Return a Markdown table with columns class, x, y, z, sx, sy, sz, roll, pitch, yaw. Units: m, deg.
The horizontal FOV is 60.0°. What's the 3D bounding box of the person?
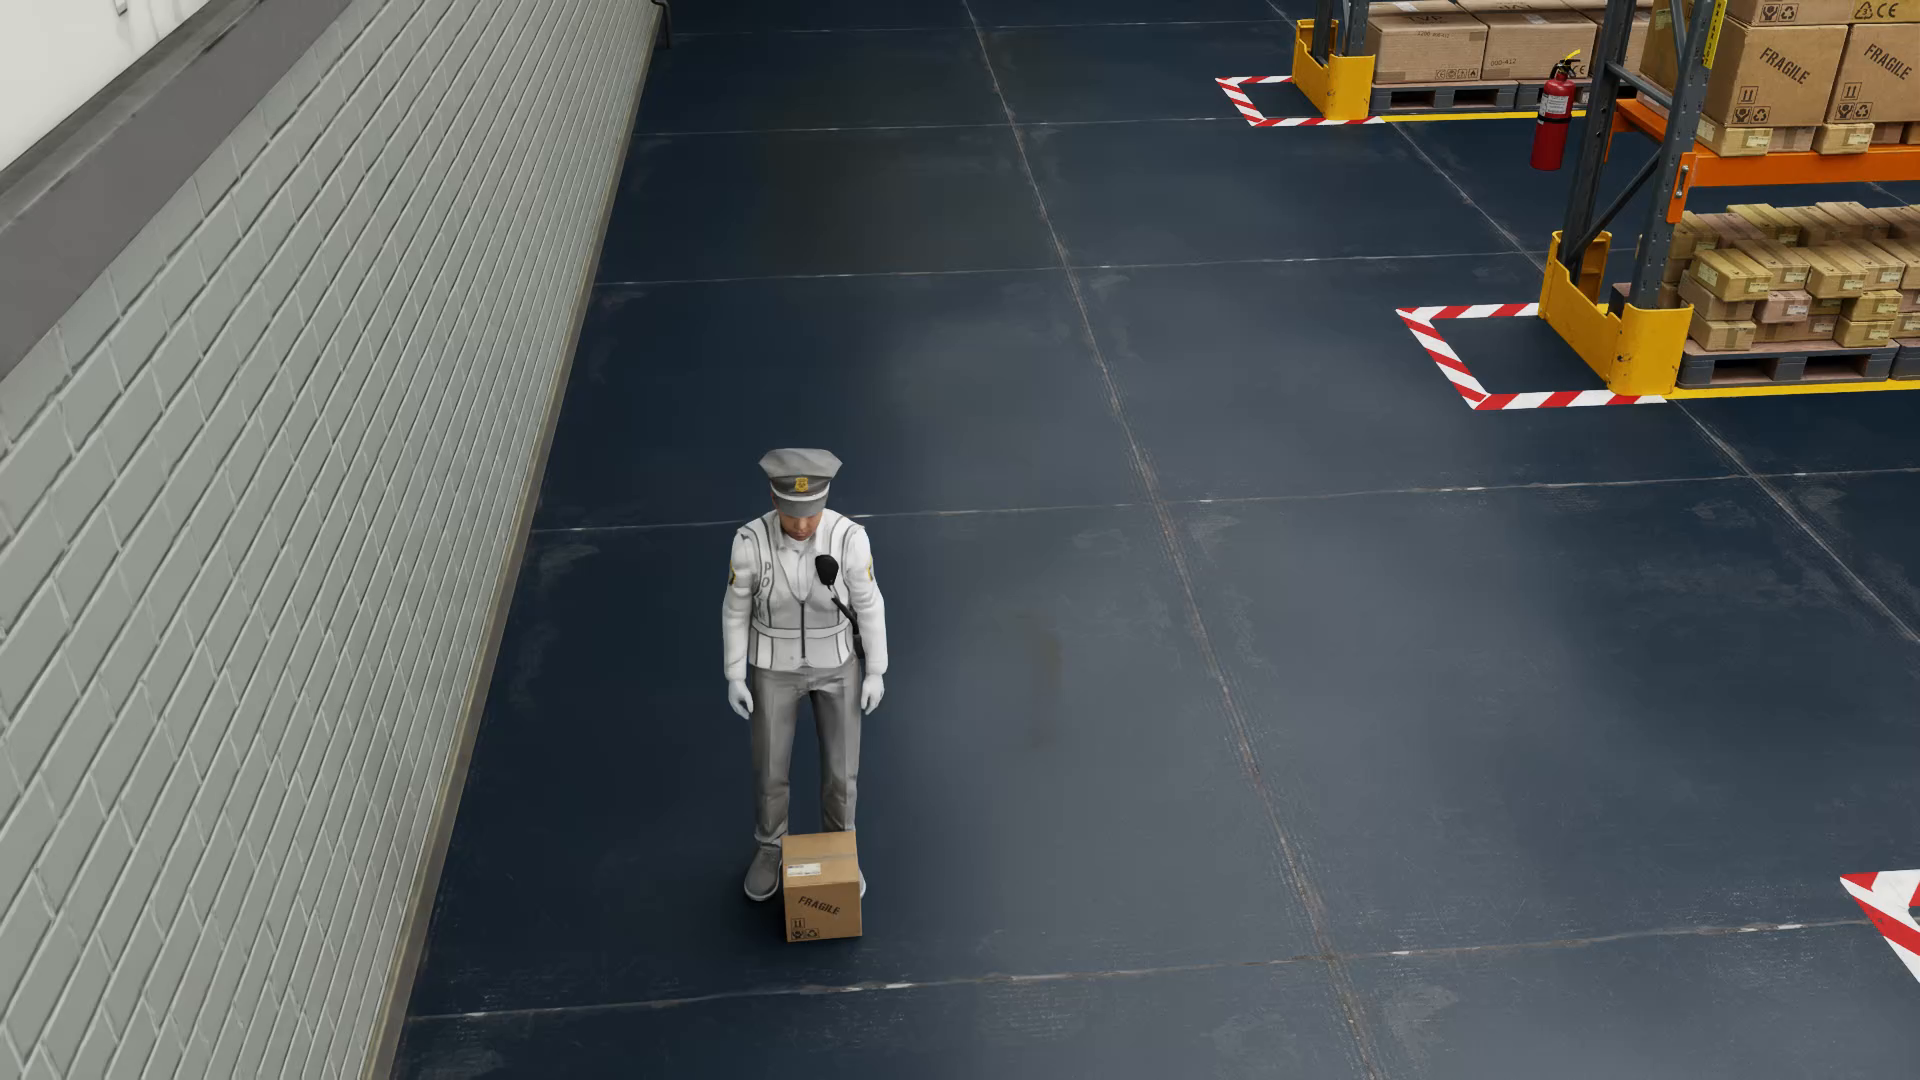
| class | x | y | z | sx | sy | sz | roll | pitch | yaw |
| --- | --- | --- | --- | --- | --- | --- | --- | --- | --- |
| person | -0.498 | 0.443 | 5.402 | 0.529 | 1.663 | 0.403 | -3 | 31 | -4 |
